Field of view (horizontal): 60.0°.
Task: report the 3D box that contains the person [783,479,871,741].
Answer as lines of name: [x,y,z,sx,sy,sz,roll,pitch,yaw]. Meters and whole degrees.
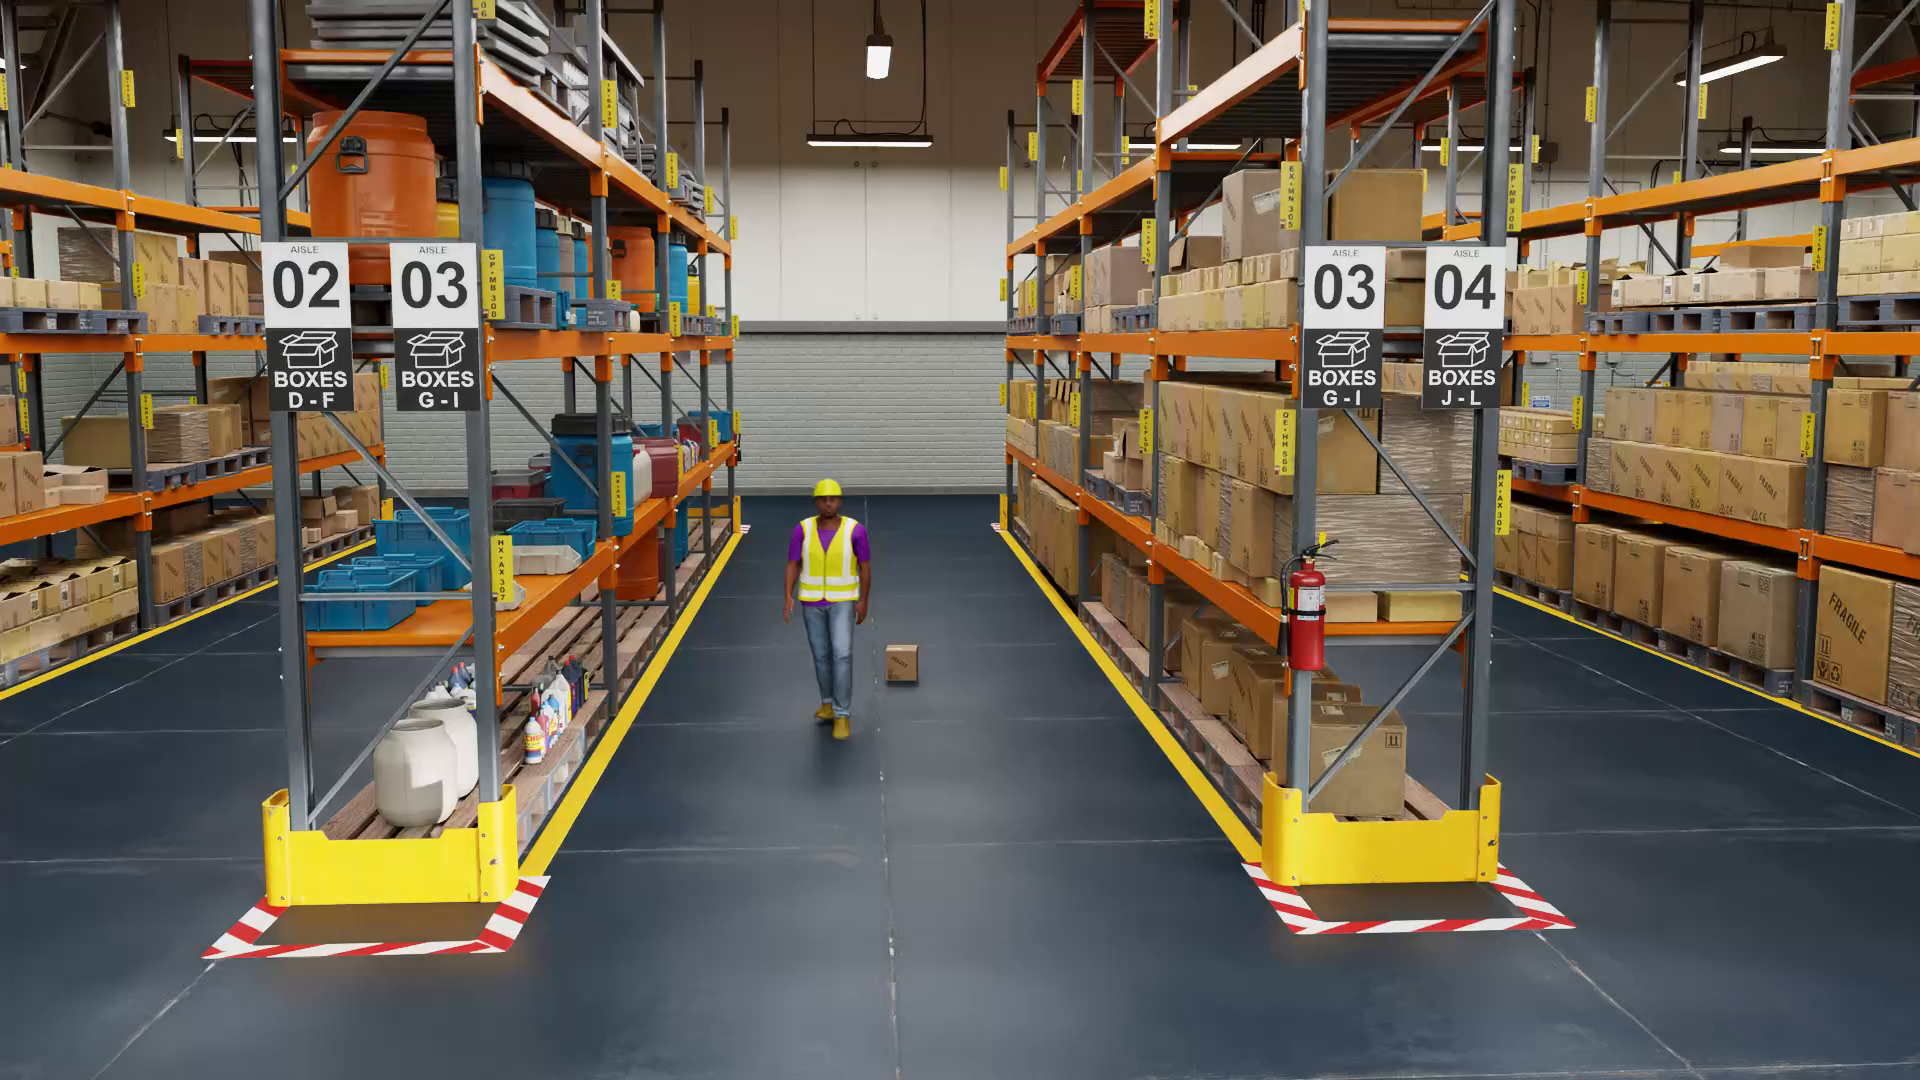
person: [-0.948,0.469,11.734,0.586,1.797,0.757,1,7,6]
